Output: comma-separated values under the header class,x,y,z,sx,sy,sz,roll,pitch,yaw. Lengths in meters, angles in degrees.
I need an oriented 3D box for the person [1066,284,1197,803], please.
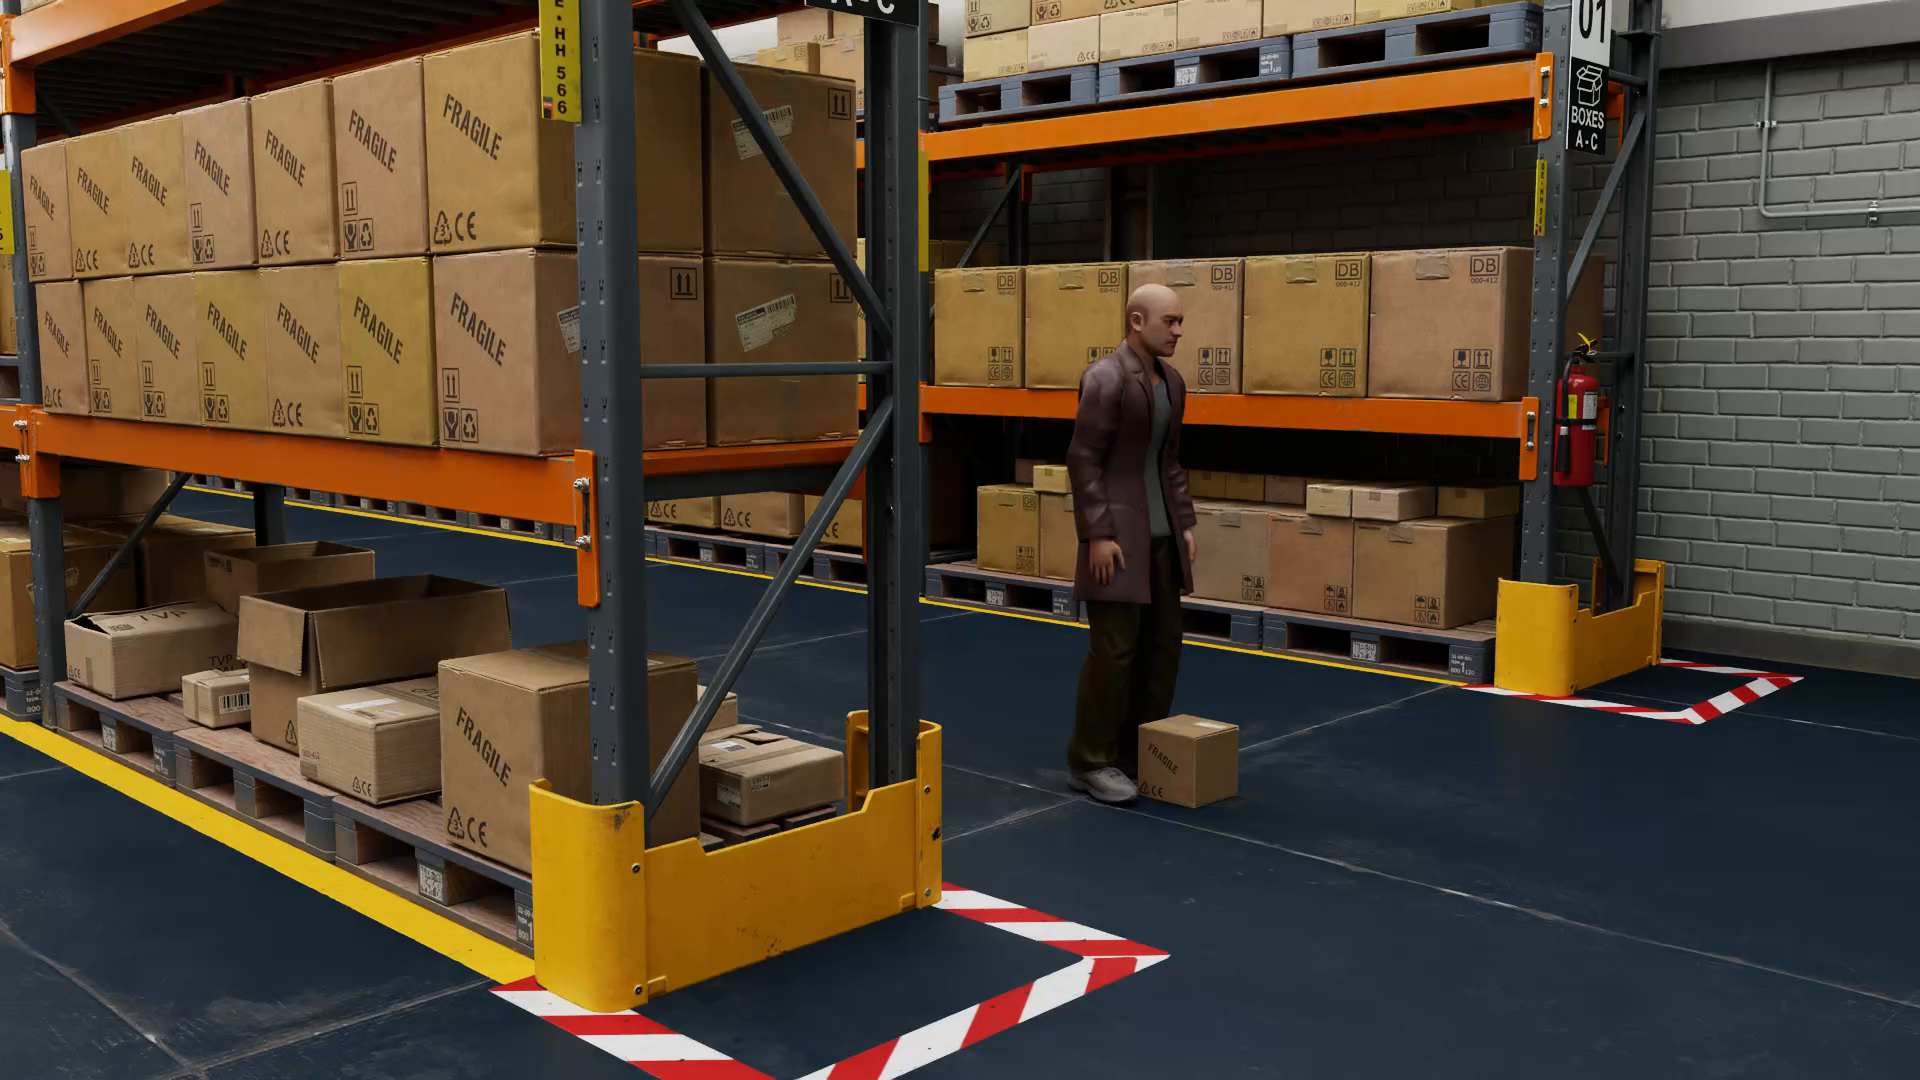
class,x,y,z,sx,sy,sz,roll,pitch,yaw
person,0.624,-0.009,5.882,0.420,1.774,0.654,6,9,40
